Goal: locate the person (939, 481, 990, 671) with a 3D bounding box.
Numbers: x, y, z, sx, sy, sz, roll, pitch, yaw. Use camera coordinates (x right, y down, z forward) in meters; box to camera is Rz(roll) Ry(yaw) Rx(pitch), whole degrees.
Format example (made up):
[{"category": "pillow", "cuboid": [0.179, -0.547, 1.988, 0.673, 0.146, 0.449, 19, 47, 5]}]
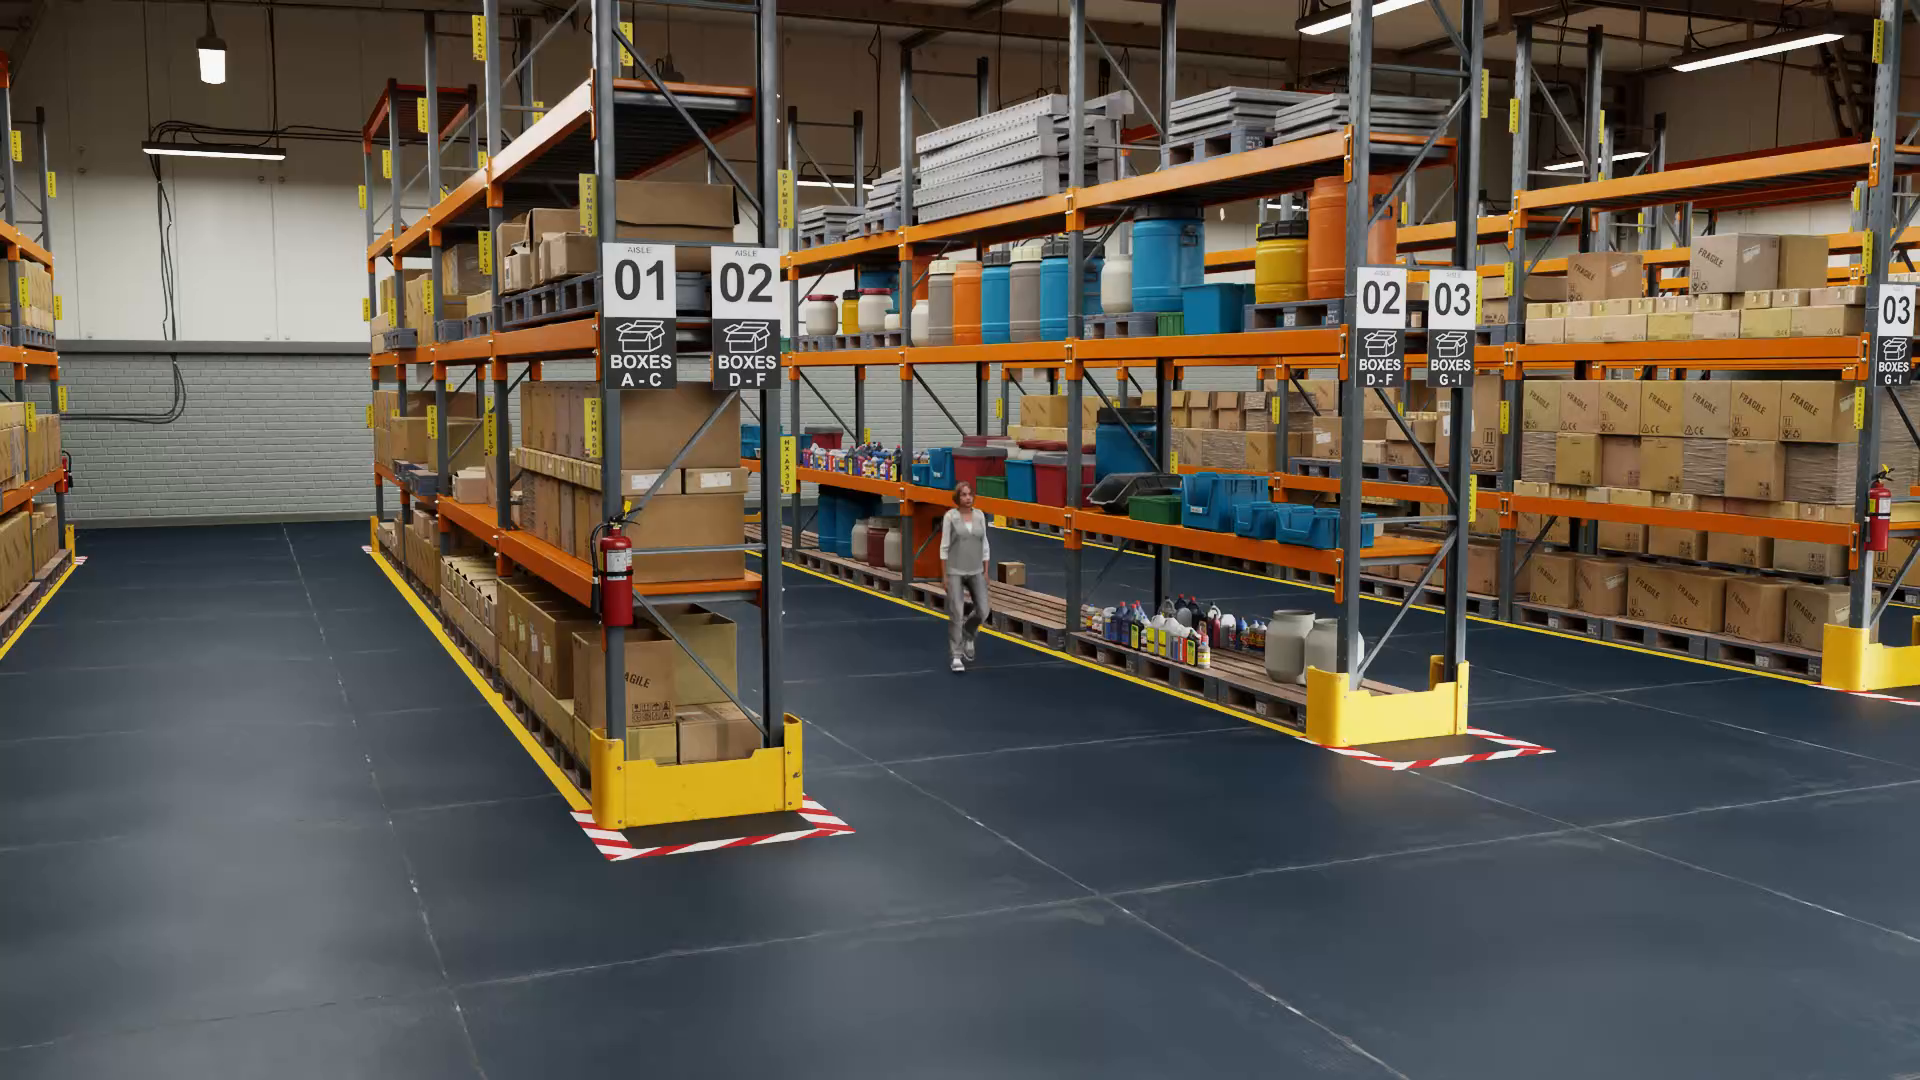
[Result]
[{"category": "person", "cuboid": [0.029, 0.297, 14.047, 0.449, 1.584, 0.462, -2, 6, -17]}]
